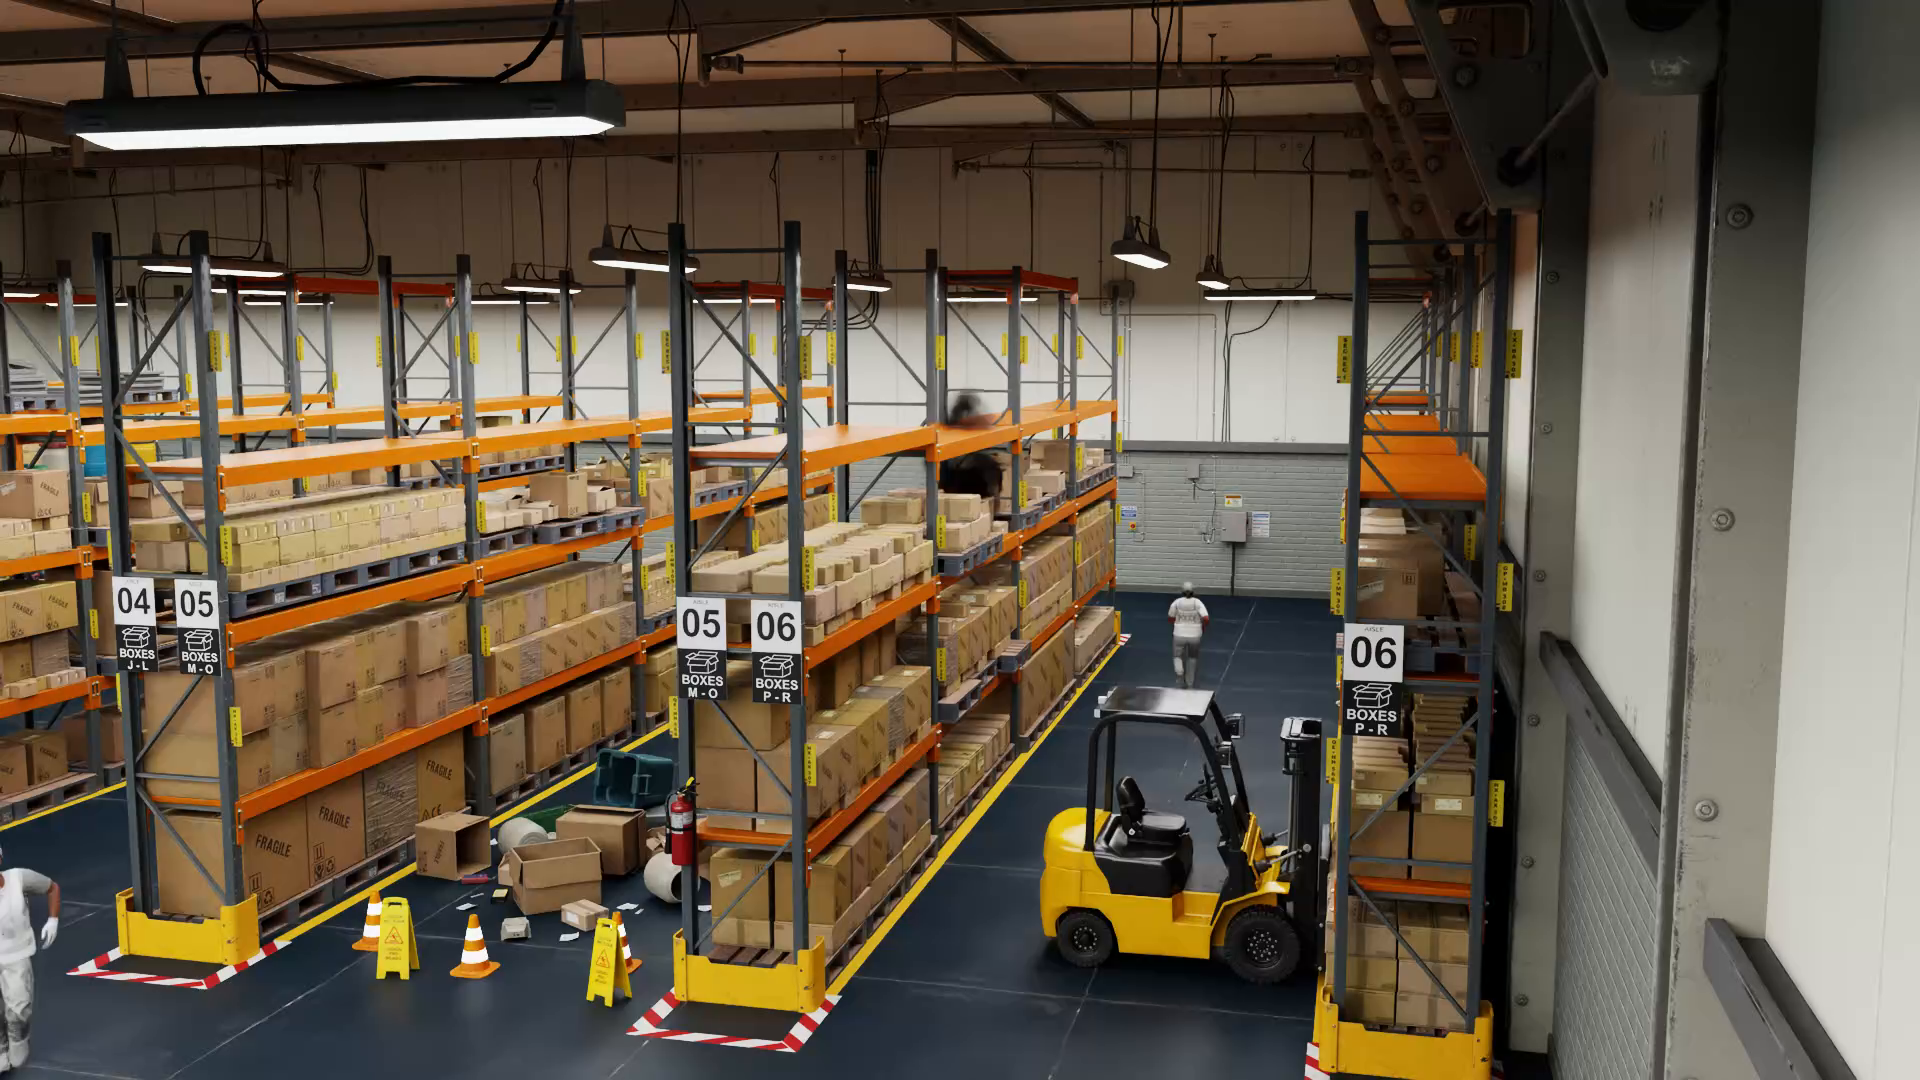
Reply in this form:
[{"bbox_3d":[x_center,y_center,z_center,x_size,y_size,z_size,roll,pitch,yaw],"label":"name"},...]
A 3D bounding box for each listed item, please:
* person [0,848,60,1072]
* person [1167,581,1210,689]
[{"bbox_3d":[-6.603,2.896,11.460,0.706,1.727,0.766,-3,8,-23],"label":"person"},{"bbox_3d":[3.327,1.410,24.237,0.601,1.623,0.727,1,7,7],"label":"person"}]
